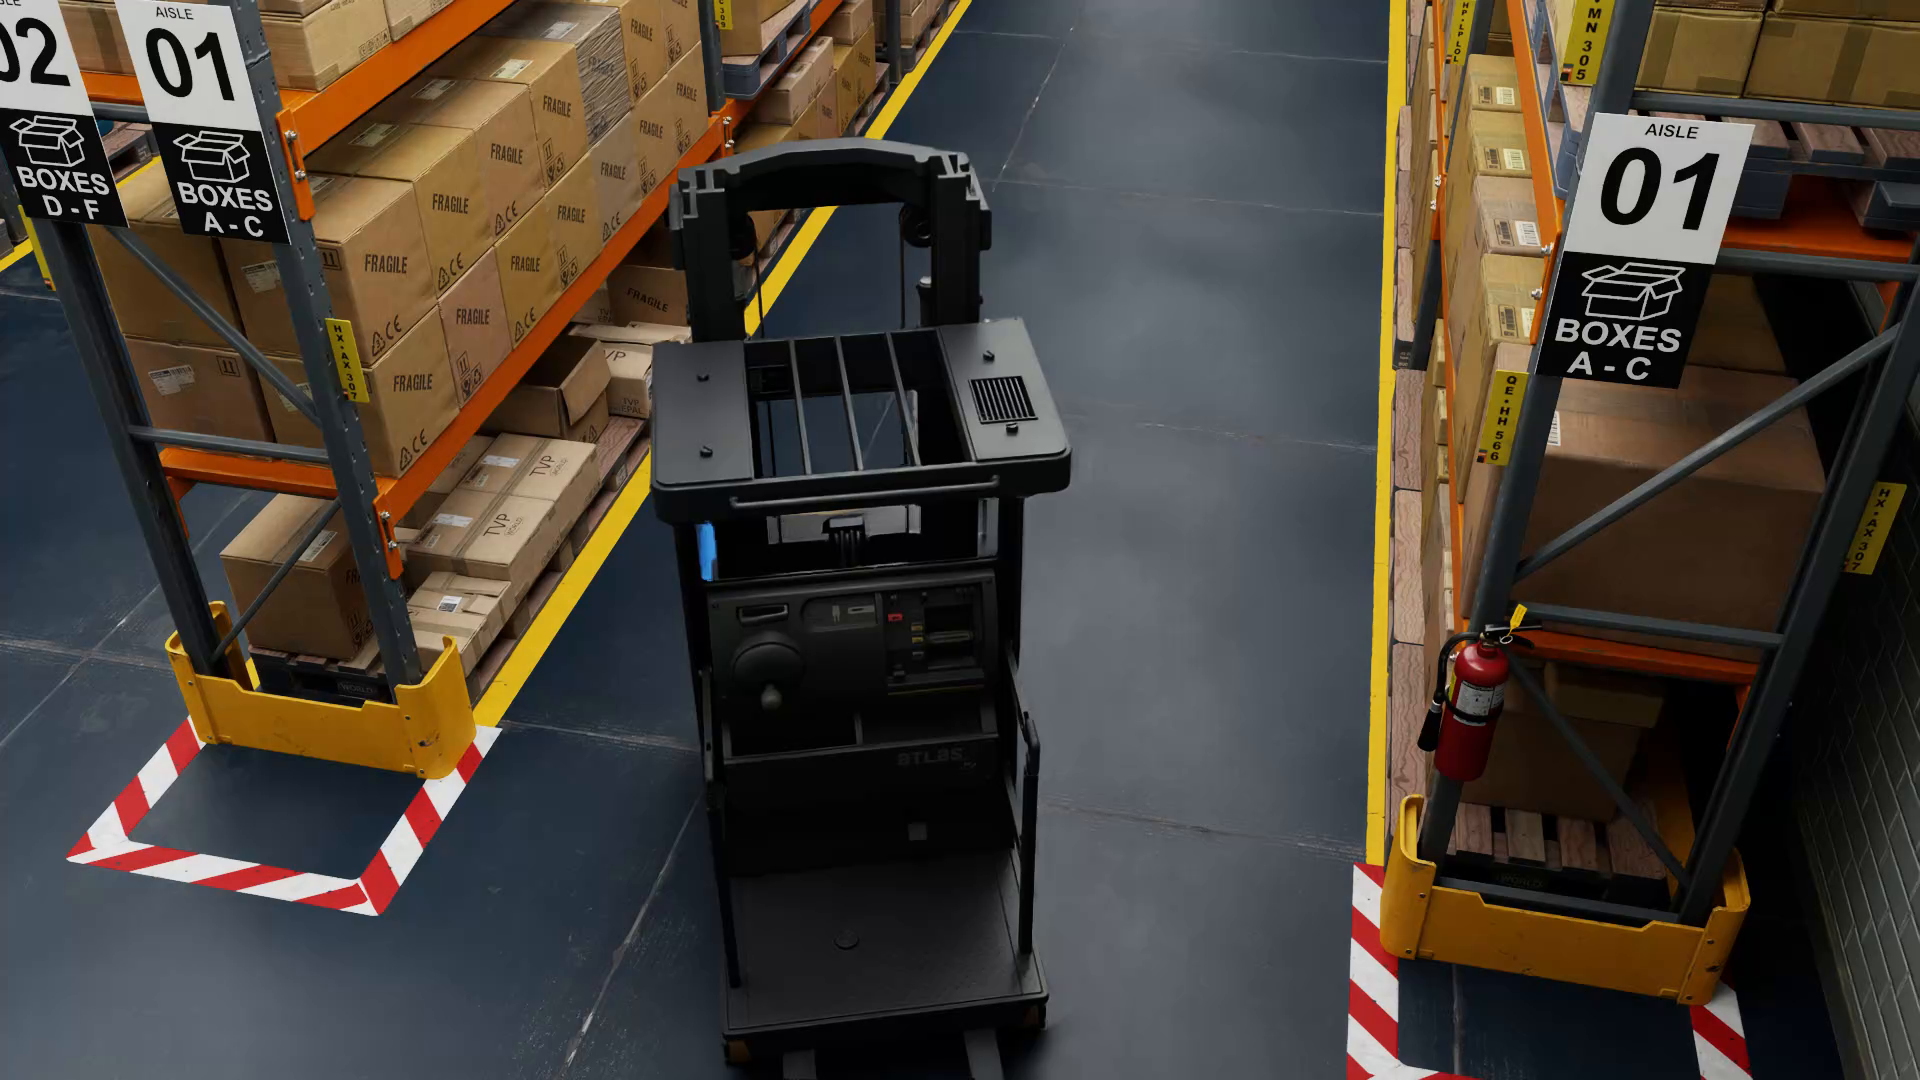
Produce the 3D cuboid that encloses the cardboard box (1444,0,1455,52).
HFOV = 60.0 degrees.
[{"bbox_3d":[3.085,-3.064,9.565,0.500,0.500,0.500,7,37,10],"label":"cardboard box"}]

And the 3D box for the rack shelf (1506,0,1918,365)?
[{"bbox_3d":[2.591,-1.794,6.227,1.077,0.370,4.000,7,37,10],"label":"rack shelf"}]

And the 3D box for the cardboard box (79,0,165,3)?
[{"bbox_3d":[-2.816,-2.026,5.635,0.500,0.250,0.500,7,37,10],"label":"cardboard box"}]

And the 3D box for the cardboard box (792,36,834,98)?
[{"bbox_3d":[-1.161,-3.214,11.245,0.500,0.250,0.500,7,36,9],"label":"cardboard box"}]

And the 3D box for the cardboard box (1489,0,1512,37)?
[{"bbox_3d":[2.868,-2.790,8.549,0.500,0.250,0.500,8,37,11],"label":"cardboard box"}]

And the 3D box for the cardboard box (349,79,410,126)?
[{"bbox_3d":[-2.637,-1.666,7.055,0.500,0.500,0.500,8,37,11],"label":"cardboard box"}]

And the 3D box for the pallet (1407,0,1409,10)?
[{"bbox_3d":[4.562,-5.029,15.008,1.003,0.211,1.213,7,37,10],"label":"pallet"}]

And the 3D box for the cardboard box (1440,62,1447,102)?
[{"bbox_3d":[2.943,-2.603,9.482,0.380,0.149,0.250,7,37,10],"label":"cardboard box"}]

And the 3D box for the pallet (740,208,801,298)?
[{"bbox_3d":[-1.686,-1.978,10.800,1.003,0.211,1.213,7,37,10],"label":"pallet"}]

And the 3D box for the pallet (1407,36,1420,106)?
[{"bbox_3d":[4.040,-3.630,13.078,1.003,0.211,1.213,7,37,10],"label":"pallet"}]

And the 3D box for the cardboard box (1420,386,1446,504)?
[{"bbox_3d":[2.647,-0.472,8.118,0.700,0.500,0.500,7,37,9],"label":"cardboard box"}]

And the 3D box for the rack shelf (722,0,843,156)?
[{"bbox_3d":[-1.395,-3.492,11.125,1.077,0.370,4.000,7,37,10],"label":"rack shelf"}]

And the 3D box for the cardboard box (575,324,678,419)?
[{"bbox_3d":[-1.827,-0.934,8.899,0.500,0.311,0.500,7,37,10],"label":"cardboard box"}]

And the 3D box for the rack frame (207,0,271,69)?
[{"bbox_3d":[-2.677,-2.772,4.407,1.000,3.000,0.127,7,37,10],"label":"rack frame"}]

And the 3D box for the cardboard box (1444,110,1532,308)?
[{"bbox_3d":[2.725,-1.412,7.387,0.980,0.700,0.700,6,36,9],"label":"cardboard box"}]

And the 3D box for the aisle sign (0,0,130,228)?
[{"bbox_3d":[-2.991,-1.395,5.404,0.394,0.787,0.004,7,37,10],"label":"aisle sign"}]

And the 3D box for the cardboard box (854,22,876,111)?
[{"bbox_3d":[-0.938,-3.530,12.320,0.500,0.500,0.500,9,37,12],"label":"cardboard box"}]

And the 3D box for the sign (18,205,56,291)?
[{"bbox_3d":[-3.215,-1.021,5.847,0.100,0.325,0.005,7,37,10],"label":"sign"}]

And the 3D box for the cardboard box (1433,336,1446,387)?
[{"bbox_3d":[2.506,-0.849,8.085,0.380,0.149,0.250,8,37,12],"label":"cardboard box"}]

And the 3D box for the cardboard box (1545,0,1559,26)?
[{"bbox_3d":[2.171,-1.841,5.362,0.500,0.250,0.500,6,36,8],"label":"cardboard box"}]

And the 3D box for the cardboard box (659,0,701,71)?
[{"bbox_3d":[-1.678,-2.760,8.564,0.500,0.500,0.500,7,37,10],"label":"cardboard box"}]

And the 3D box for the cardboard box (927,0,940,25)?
[{"bbox_3d":[-0.463,-4.538,13.941,0.500,0.250,0.500,6,36,9],"label":"cardboard box"}]

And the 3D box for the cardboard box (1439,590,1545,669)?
[{"bbox_3d":[2.065,0.345,6.438,0.380,0.149,0.250,7,37,9],"label":"cardboard box"}]

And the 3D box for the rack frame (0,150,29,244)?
[{"bbox_3d":[-6.661,-3.260,10.191,1.000,3.000,0.127,7,37,10],"label":"rack frame"}]

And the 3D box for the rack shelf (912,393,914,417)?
[{"bbox_3d":[-0.035,-0.728,7.523,0.258,0.148,0.480,7,37,10],"label":"rack shelf"}]

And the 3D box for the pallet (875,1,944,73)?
[{"bbox_3d":[-0.754,-4.268,13.959,1.003,0.211,1.213,7,37,10],"label":"pallet"}]

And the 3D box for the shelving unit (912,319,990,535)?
[{"bbox_3d":[-0.035,-0.391,7.767,0.258,1.200,0.503,7,37,10],"label":"shelving unit"}]

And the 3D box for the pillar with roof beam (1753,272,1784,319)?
[{"bbox_3d":[-0.492,-4.477,6.759,9.100,9.000,0.400,7,37,10],"label":"pillar with roof beam"}]

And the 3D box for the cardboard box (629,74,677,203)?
[{"bbox_3d":[-1.787,-2.063,8.455,0.500,0.500,0.500,8,37,11],"label":"cardboard box"}]

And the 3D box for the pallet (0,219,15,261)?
[{"bbox_3d":[-6.780,-1.704,10.421,1.003,0.211,1.213,7,37,10],"label":"pallet"}]

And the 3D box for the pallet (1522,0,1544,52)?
[{"bbox_3d":[2.570,-2.031,6.016,1.003,0.211,1.213,7,37,10],"label":"pallet"}]

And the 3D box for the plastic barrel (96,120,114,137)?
[{"bbox_3d":[-6.377,-3.296,11.671,0.600,0.901,0.708,7,37,10],"label":"plastic barrel"}]

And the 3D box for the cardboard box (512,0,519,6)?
[{"bbox_3d":[-2.308,-2.551,8.277,0.500,0.500,0.500,6,36,9],"label":"cardboard box"}]

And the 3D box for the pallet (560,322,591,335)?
[{"bbox_3d":[-1.970,-1.114,9.607,1.003,0.211,1.213,7,37,10],"label":"pallet"}]

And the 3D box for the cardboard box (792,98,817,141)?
[{"bbox_3d":[-1.264,-2.642,11.095,0.500,0.500,0.500,8,37,11],"label":"cardboard box"}]

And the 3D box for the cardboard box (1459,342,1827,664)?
[{"bbox_3d":[2.263,-0.140,5.631,0.980,0.700,0.700,9,37,12],"label":"cardboard box"}]

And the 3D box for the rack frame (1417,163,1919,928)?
[{"bbox_3d":[2.163,0.275,5.314,1.000,3.000,0.127,7,37,10],"label":"rack frame"}]

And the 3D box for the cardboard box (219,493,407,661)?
[{"bbox_3d":[-2.801,0.148,7.245,0.500,0.500,0.500,7,37,10],"label":"cardboard box"}]

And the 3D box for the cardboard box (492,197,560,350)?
[{"bbox_3d":[-2.109,-1.189,7.249,0.500,0.500,0.500,7,37,10],"label":"cardboard box"}]

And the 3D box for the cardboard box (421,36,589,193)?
[{"bbox_3d":[-2.001,-1.888,7.362,0.500,0.500,0.500,7,37,10],"label":"cardboard box"}]

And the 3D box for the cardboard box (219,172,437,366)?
[{"bbox_3d":[-2.324,-1.010,6.150,0.500,0.500,0.500,8,37,11],"label":"cardboard box"}]

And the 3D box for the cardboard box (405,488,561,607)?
[{"bbox_3d":[-2.177,0.029,7.622,0.500,0.250,0.500,7,37,10],"label":"cardboard box"}]

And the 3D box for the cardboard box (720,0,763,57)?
[{"bbox_3d":[-1.503,-3.091,9.515,0.700,0.500,0.500,-4,36,-6],"label":"cardboard box"}]

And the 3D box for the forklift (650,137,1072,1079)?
[{"bbox_3d":[-0.306,0.394,5.209,1.130,2.935,3.031,-5,36,-7],"label":"forklift"}]

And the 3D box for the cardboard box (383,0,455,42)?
[{"bbox_3d":[-2.199,-2.045,6.087,0.500,0.250,0.500,7,37,10],"label":"cardboard box"}]

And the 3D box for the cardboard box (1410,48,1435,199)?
[{"bbox_3d":[3.394,-2.704,10.899,0.750,0.750,0.750,7,37,10],"label":"cardboard box"}]

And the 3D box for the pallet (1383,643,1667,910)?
[{"bbox_3d":[2.258,0.936,6.778,1.003,0.211,1.213,7,37,10],"label":"pallet"}]

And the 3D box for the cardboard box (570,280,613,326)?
[{"bbox_3d":[-2.123,-1.512,9.697,0.500,0.311,0.500,7,37,10],"label":"cardboard box"}]

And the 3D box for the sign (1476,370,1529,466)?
[{"bbox_3d":[1.636,-0.365,5.009,0.100,0.325,0.005,7,37,10],"label":"sign"}]

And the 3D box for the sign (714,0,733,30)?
[{"bbox_3d":[-1.291,-2.923,8.990,0.100,0.325,0.005,7,37,10],"label":"sign"}]

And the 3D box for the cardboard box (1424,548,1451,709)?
[{"bbox_3d":[2.322,0.417,6.891,0.700,0.500,0.500,7,37,10],"label":"cardboard box"}]
